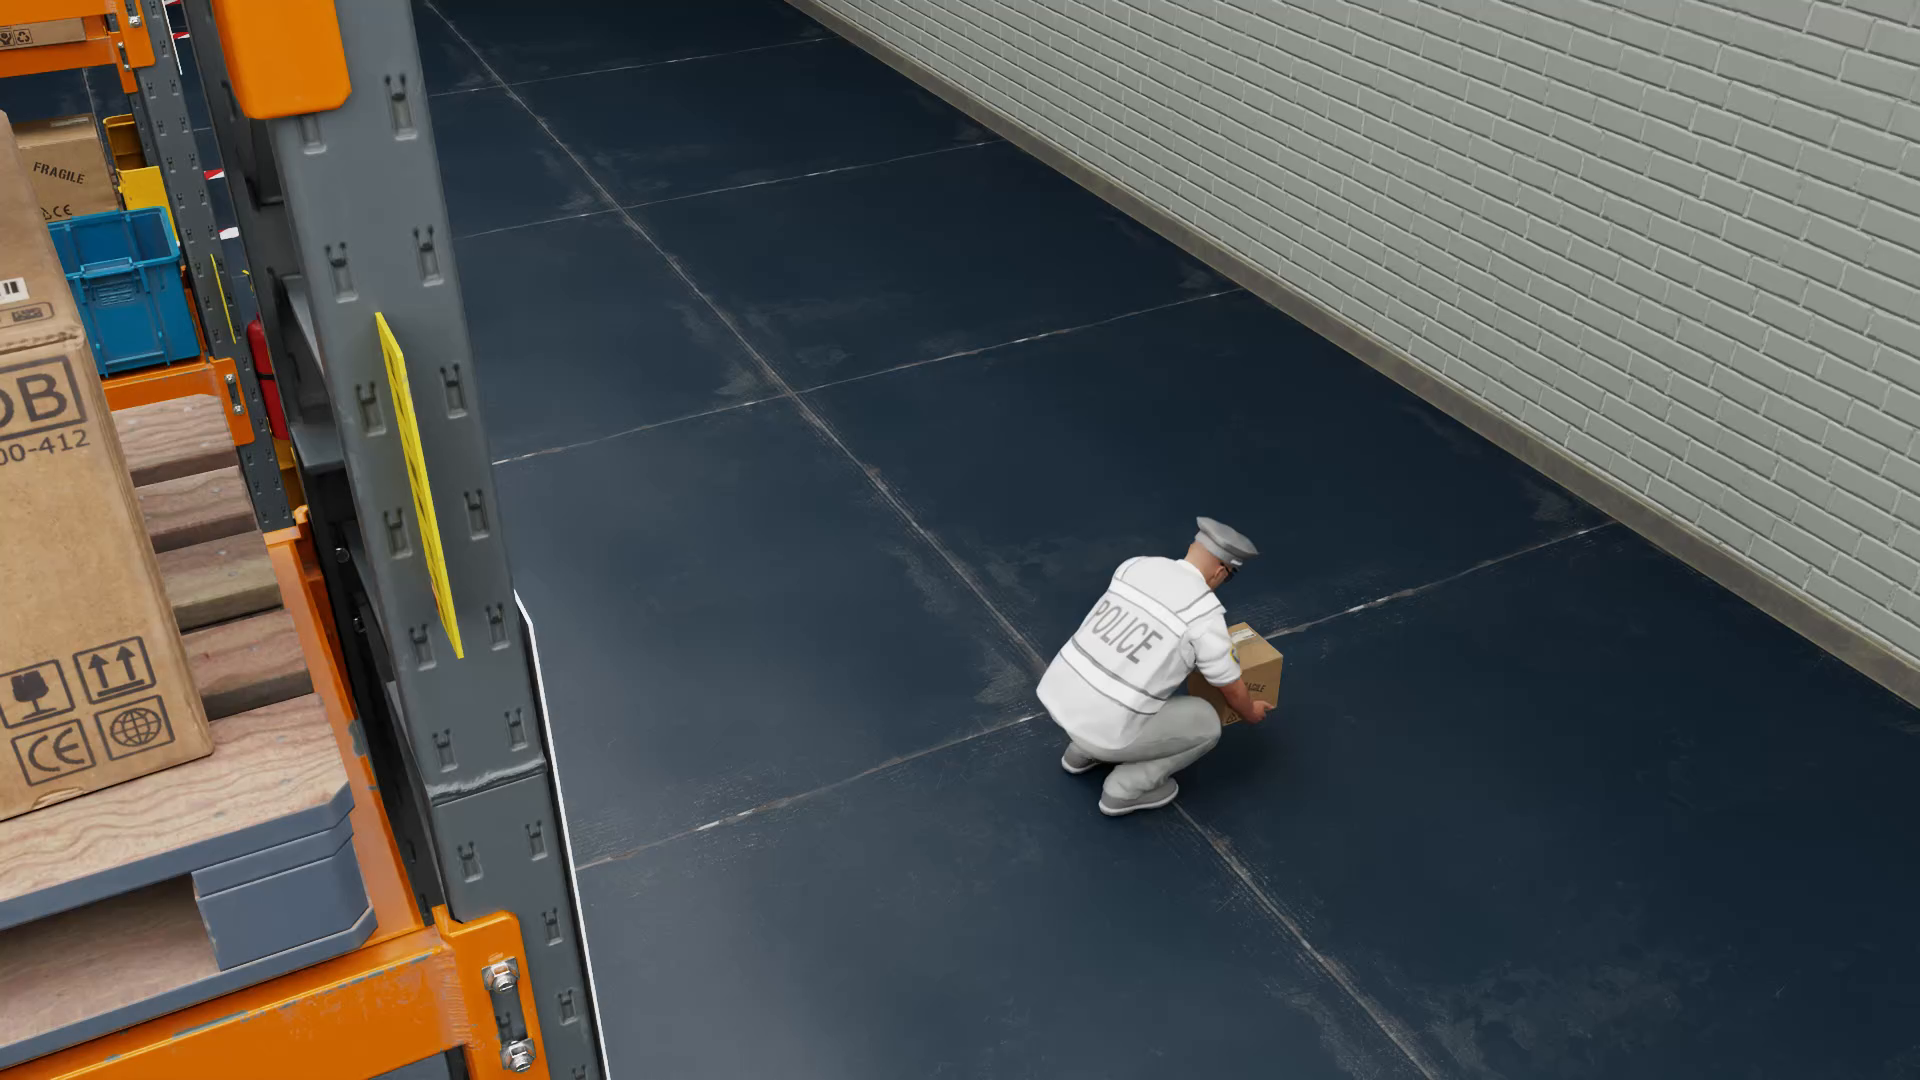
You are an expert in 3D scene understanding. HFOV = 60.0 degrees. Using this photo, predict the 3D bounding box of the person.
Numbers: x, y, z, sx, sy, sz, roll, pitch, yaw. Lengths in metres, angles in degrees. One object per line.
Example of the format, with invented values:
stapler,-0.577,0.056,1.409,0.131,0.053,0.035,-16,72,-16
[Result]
person,0.723,0.454,6.129,0.907,1.006,0.556,-16,36,-23
